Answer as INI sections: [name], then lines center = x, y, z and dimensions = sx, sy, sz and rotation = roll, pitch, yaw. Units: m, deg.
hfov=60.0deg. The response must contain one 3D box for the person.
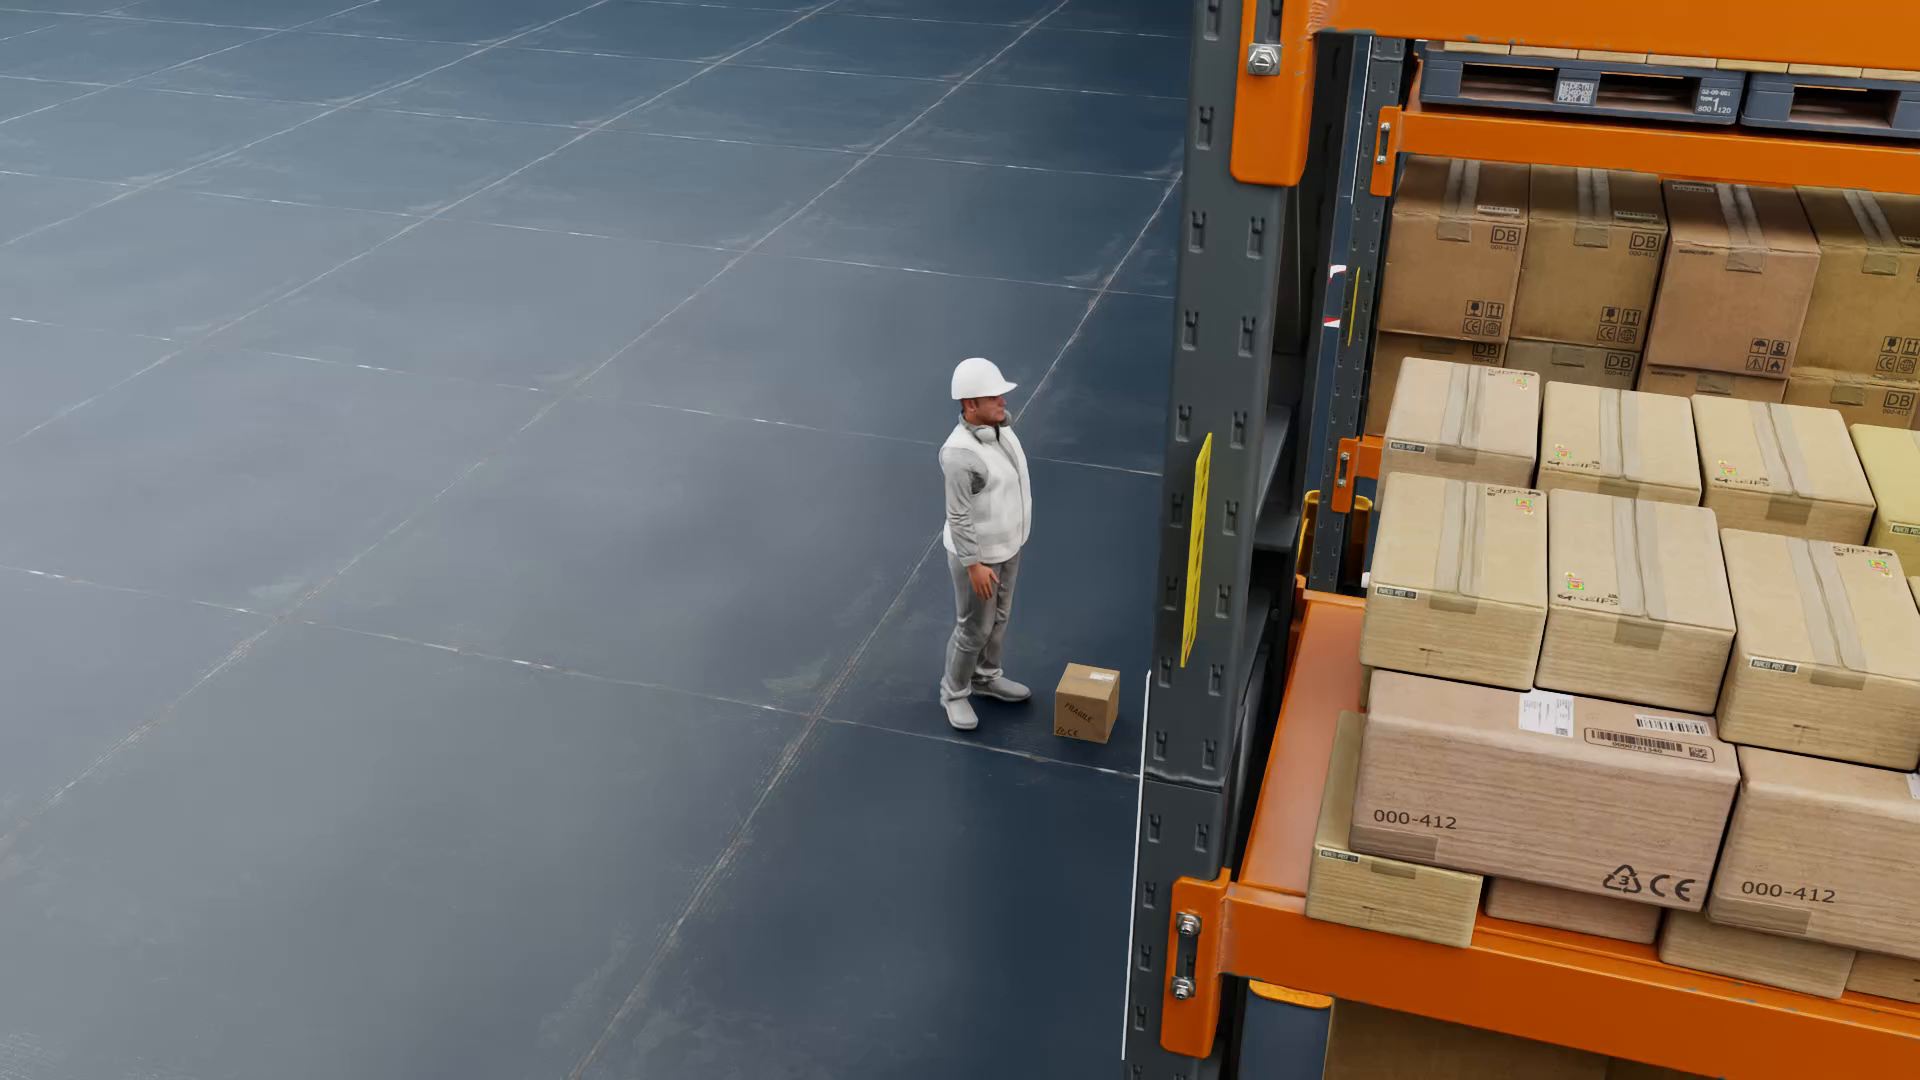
[person]
center = 0.110, 0.017, 7.537
dimensions = 0.384, 1.773, 0.557
rotation = 13, 31, 21
